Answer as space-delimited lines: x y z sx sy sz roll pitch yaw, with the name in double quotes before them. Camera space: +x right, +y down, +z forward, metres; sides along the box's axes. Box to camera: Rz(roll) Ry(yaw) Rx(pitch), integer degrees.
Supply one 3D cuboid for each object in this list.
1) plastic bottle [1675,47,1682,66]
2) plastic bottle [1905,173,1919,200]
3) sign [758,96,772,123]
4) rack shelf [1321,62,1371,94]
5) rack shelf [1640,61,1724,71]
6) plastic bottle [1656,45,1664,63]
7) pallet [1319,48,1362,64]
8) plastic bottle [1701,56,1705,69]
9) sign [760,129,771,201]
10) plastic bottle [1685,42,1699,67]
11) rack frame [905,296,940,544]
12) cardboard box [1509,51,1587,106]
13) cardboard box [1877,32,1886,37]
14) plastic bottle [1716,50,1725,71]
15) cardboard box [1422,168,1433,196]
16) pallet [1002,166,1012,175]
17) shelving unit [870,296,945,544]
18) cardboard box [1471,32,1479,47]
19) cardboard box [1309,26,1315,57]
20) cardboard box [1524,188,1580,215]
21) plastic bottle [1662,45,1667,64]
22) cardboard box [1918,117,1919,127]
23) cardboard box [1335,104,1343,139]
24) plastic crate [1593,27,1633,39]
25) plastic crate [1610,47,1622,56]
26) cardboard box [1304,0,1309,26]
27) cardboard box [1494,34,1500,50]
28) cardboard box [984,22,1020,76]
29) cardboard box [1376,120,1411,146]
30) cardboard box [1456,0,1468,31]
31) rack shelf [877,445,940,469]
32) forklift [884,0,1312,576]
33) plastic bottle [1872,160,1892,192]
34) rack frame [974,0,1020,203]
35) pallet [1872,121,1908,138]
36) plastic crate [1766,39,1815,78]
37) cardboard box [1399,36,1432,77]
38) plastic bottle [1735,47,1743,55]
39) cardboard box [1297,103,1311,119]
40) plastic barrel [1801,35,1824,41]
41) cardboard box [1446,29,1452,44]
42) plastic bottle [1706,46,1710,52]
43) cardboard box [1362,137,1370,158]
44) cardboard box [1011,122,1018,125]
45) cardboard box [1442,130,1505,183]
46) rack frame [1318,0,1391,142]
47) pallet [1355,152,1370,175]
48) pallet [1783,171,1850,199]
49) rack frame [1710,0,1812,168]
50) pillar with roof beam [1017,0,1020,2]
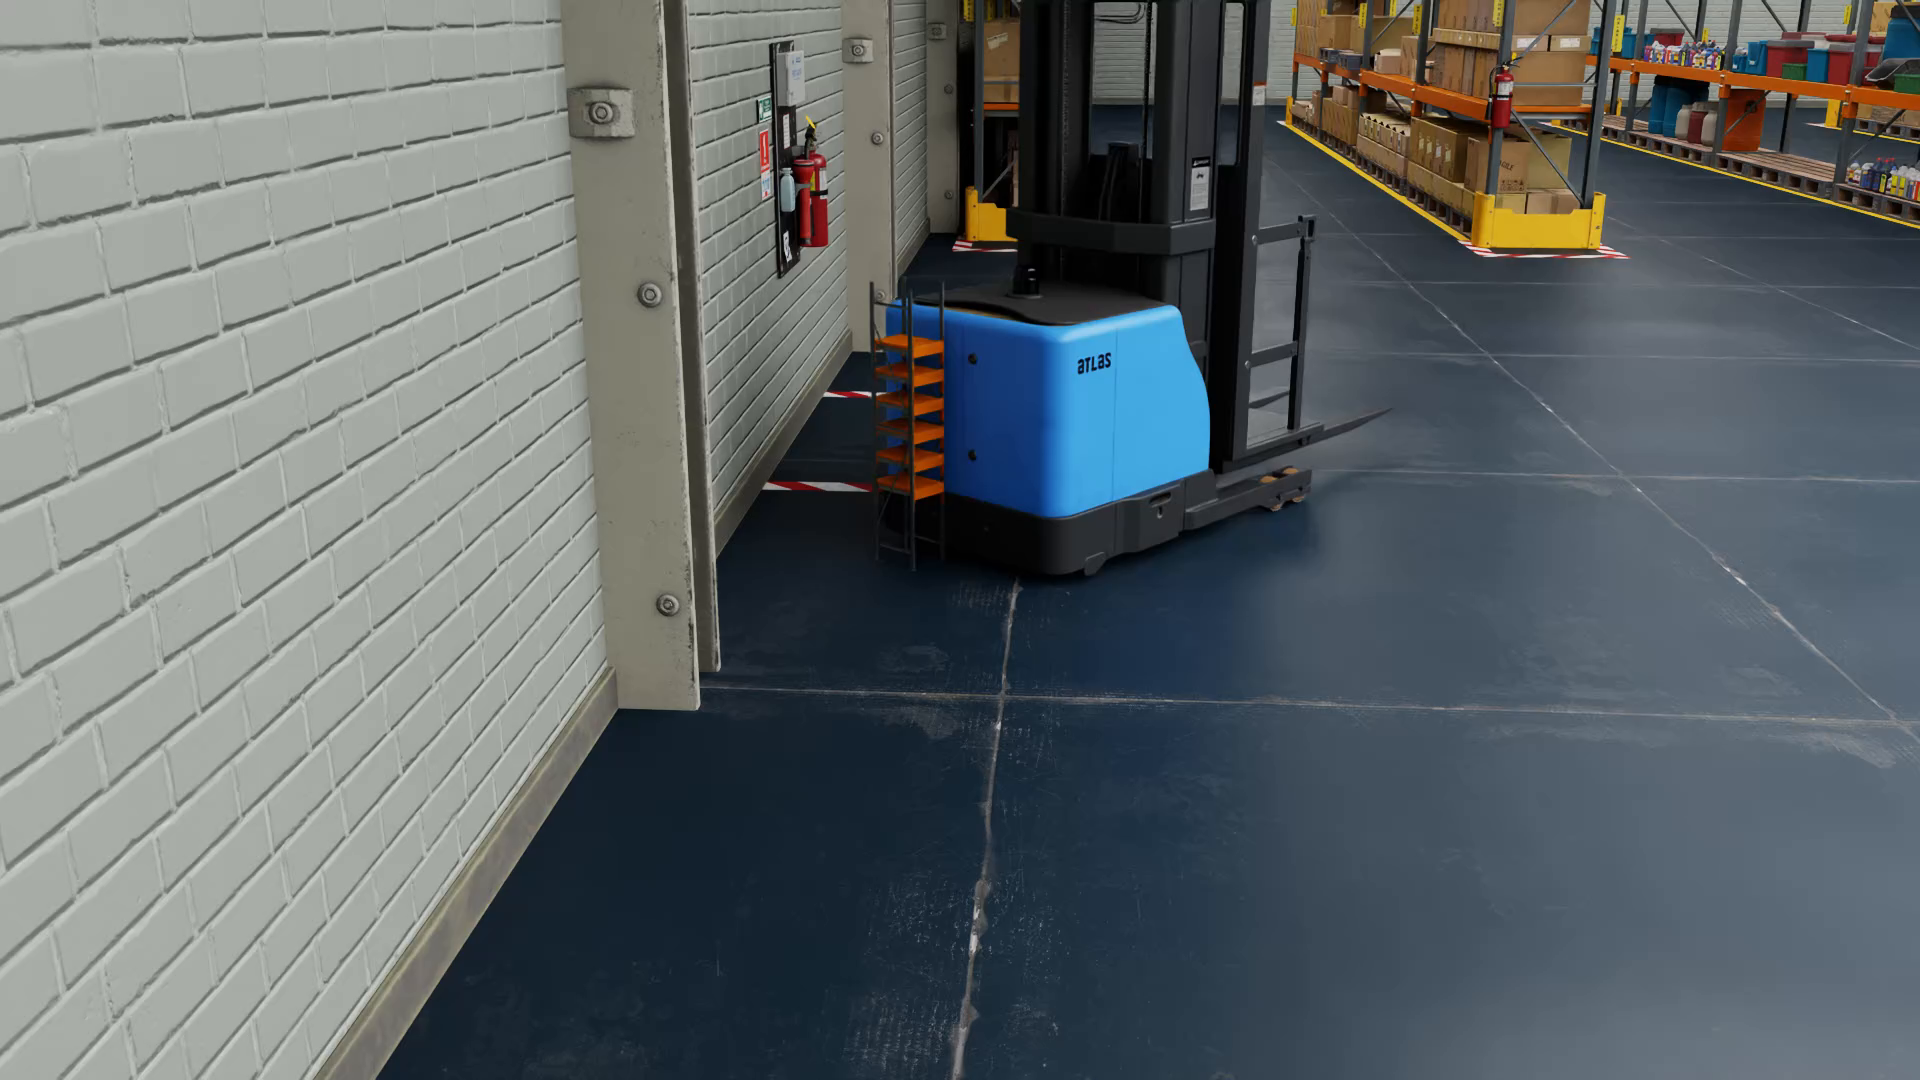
"plastic bottle" 10.842 -7.285 25.046 0.097 0.271 0.097 0 18 0
"plastic bottle" 10.270 -3.796 17.857 0.152 0.276 0.135 1 18 2
"sign" -0.953 -2.108 8.131 0.001 0.109 0.331 1 18 4
"rack shelf" 6.297 -7.056 25.294 1.077 0.370 4.000 1 18 4
"rack shelf" 11.237 -7.037 24.922 0.919 0.124 3.809 1 18 4
"plastic bottle" 10.905 -7.561 25.889 0.097 0.271 0.097 0 18 0
"pallet" 6.274 -7.682 26.357 1.003 0.211 1.213 1 18 4
"plastic bottle" 10.761 -6.903 23.992 0.097 0.201 0.097 0 18 0
"sign" 5.361 -4.274 15.494 11.513 0.391 16.451 1 18 4
"plastic bottle" 10.832 -7.180 24.596 0.144 0.351 0.185 1 18 4
"rack frame" -0.155 -0.499 7.019 0.228 1.046 0.002 16 24 40
"cardboard box" 5.626 -4.484 16.129 0.700 0.500 0.500 1 18 4
"cardboard box" 16.233 -8.648 28.762 0.500 0.250 0.500 1 18 2
"plastic bottle" 10.697 -6.744 23.376 0.061 0.283 0.133 1 18 4
"cardboard box" 5.449 -3.979 18.491 0.500 0.250 0.500 1 18 4
"pallet" 0.980 -4.560 21.001 1.003 0.211 1.213 1 18 4
"shelving unit" -0.217 -0.479 6.957 0.258 1.046 0.183 16 24 40
"cardboard box" 5.508 -5.173 17.189 0.380 0.149 0.250 2 18 5
"cardboard box" 6.290 -8.547 28.529 0.500 0.500 0.500 2 18 5
"cardboard box" 5.840 -3.346 16.559 0.500 0.250 0.500 1 18 4
"plastic bottle" 10.865 -7.471 25.594 0.061 0.283 0.133 1 18 4
"cardboard box" 16.448 -7.189 27.284 0.875 0.875 0.875 1 18 4
"cardboard box" 6.055 -6.417 25.497 0.500 0.500 0.500 1 18 2
"plastic crate" 11.829 -9.086 30.183 0.616 0.435 0.499 1 18 4
"plastic crate" 11.205 -8.358 28.439 0.293 0.136 0.466 1 18 4
"cardboard box" 6.361 -9.334 29.325 0.500 0.500 0.500 2 18 5
"cardboard box" 5.435 -4.852 16.210 0.380 0.149 0.250 2 18 5
"cardboard box" 0.460 -4.847 16.402 0.500 0.500 0.500 1 18 3
"cardboard box" 5.718 -5.298 21.616 0.500 0.311 0.500 1 18 3
"cardboard box" 5.769 -5.748 17.902 0.700 0.500 0.500 1 18 4
"rack shelf" -0.218 -0.348 6.999 0.221 0.034 0.171 16 24 40
"forklift" 1.040 -1.623 7.670 1.130 2.935 3.031 16 24 40
"plastic bottle" 10.322 -4.072 18.582 0.144 0.351 0.185 1 18 2
"rack frame" 0.639 -4.401 16.037 1.000 3.000 0.127 1 18 4
"pallet" 16.538 -7.085 28.708 1.003 0.211 1.213 1 18 4
"plastic crate" 10.673 -6.200 21.424 0.402 0.464 0.583 1 18 4
"cardboard box" 6.049 -6.302 21.679 0.500 0.500 0.500 0 18 1
"plastic bottle" 11.546 -7.163 24.667 0.152 0.276 0.135 1 18 4
"cardboard box" 6.333 -7.690 29.784 0.500 0.250 0.500 1 18 4
"plastic barrel" 11.233 -6.393 21.938 0.421 0.512 0.421 0 18 0
"cardboard box" 5.602 -5.571 18.405 0.380 0.149 0.250 1 18 3
"plastic bottle" 11.486 -7.443 25.527 0.097 0.271 0.097 0 18 0
"cardboard box" 5.788 -5.357 22.696 0.500 0.250 0.500 1 18 2
"cardboard box" 1.025 -5.213 21.822 0.700 0.500 0.500 1 18 5
"cardboard box" 5.378 -4.025 17.427 0.500 0.500 0.500 1 18 4
"rack frame" 6.440 -8.019 27.077 1.000 3.000 0.127 1 18 4
"pallet" 6.055 -5.196 22.942 1.003 0.211 1.213 1 18 4
"pallet" 10.824 -4.342 20.335 1.003 0.211 1.213 1 18 4
"rack frame" 11.094 -6.665 22.945 1.000 3.000 0.127 1 18 4
"pillar with roof beam" 5.410 -12.983 32.593 9.100 9.000 0.400 1 18 4
